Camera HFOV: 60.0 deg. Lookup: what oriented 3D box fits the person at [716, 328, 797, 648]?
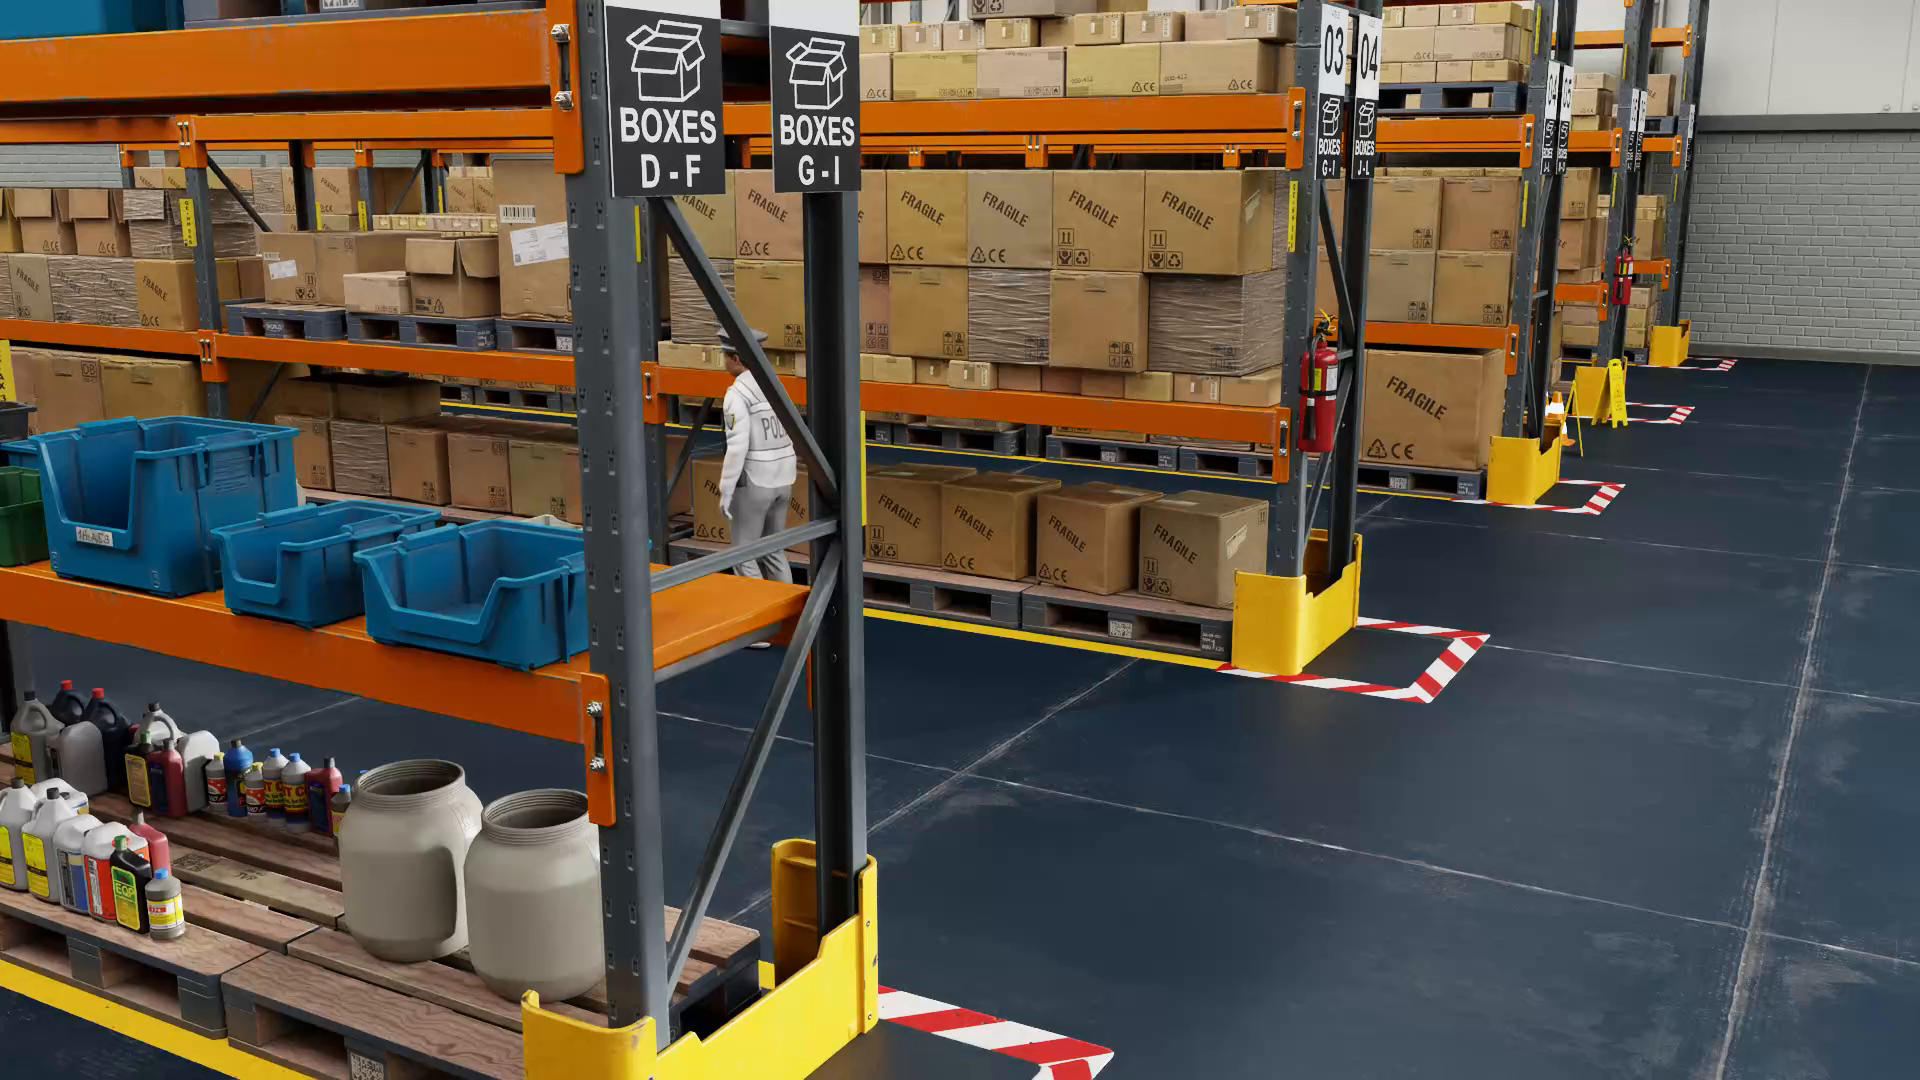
[{"bbox_3d":[-1.059,-0.271,8.667,0.372,1.664,0.529,7,14,29],"label":"person"}]
